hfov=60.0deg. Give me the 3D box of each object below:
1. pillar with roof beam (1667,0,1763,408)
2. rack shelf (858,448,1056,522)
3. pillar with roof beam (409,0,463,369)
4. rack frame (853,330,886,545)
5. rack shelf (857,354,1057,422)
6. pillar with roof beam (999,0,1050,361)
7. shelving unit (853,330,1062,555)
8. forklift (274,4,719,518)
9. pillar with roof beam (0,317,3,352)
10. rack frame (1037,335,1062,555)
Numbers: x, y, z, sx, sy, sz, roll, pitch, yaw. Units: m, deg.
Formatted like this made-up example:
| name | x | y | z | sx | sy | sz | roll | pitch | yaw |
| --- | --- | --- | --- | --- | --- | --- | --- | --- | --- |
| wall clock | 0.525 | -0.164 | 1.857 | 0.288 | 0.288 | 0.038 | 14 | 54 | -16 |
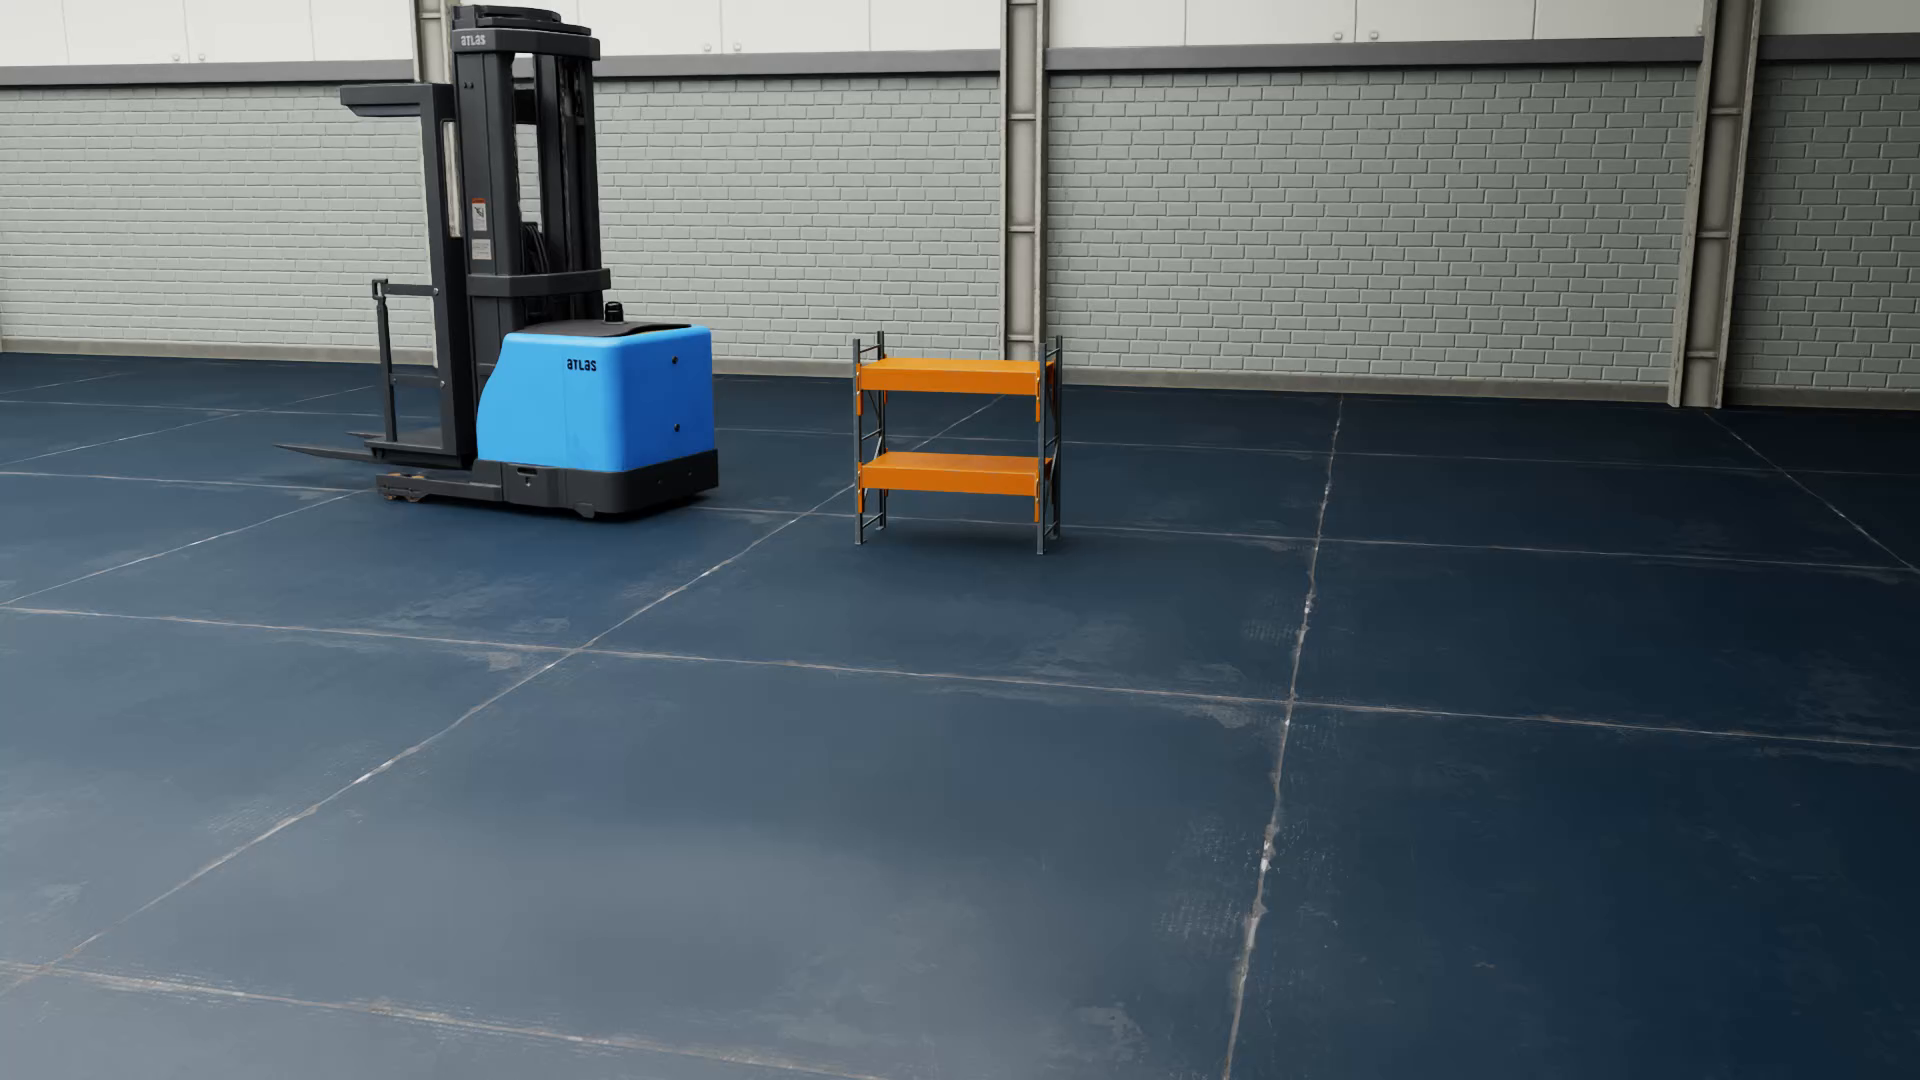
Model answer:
| name | x | y | z | sx | sy | sz | roll | pitch | yaw |
| --- | --- | --- | --- | --- | --- | --- | --- | --- | --- |
| pillar with roof beam | 5.389 | -4.666 | 9.490 | 0.400 | 9.000 | 9.100 | 3 | 13 | 14 |
| rack shelf | -0.007 | -0.311 | 9.166 | 1.000 | 0.278 | 0.538 | 3 | 13 | 14 |
| pillar with roof beam | -6.261 | -5.289 | 12.297 | 0.400 | 9.000 | 9.100 | 3 | 13 | 14 |
| rack frame | -0.500 | -0.576 | 9.232 | 0.032 | 1.125 | 0.500 | 3 | 13 | 14 |
| rack shelf | -0.007 | -0.835 | 9.050 | 1.000 | 0.278 | 0.538 | 3 | 13 | 14 |
| pillar with roof beam | -0.436 | -4.978 | 10.893 | 0.400 | 9.000 | 9.100 | 3 | 13 | 14 |
| shelving unit | -0.007 | -0.549 | 9.113 | 1.048 | 1.125 | 0.538 | 3 | 13 | 14 |
| forklift | -3.062 | -1.758 | 10.390 | 3.031 | 2.935 | 1.130 | 6 | 14 | 27 |
| pillar with roof beam | -12.087 | -5.600 | 13.700 | 0.400 | 9.000 | 9.100 | 3 | 13 | 14 |
| rack frame | 0.487 | -0.523 | 8.995 | 0.032 | 1.125 | 0.500 | 3 | 13 | 14 |
